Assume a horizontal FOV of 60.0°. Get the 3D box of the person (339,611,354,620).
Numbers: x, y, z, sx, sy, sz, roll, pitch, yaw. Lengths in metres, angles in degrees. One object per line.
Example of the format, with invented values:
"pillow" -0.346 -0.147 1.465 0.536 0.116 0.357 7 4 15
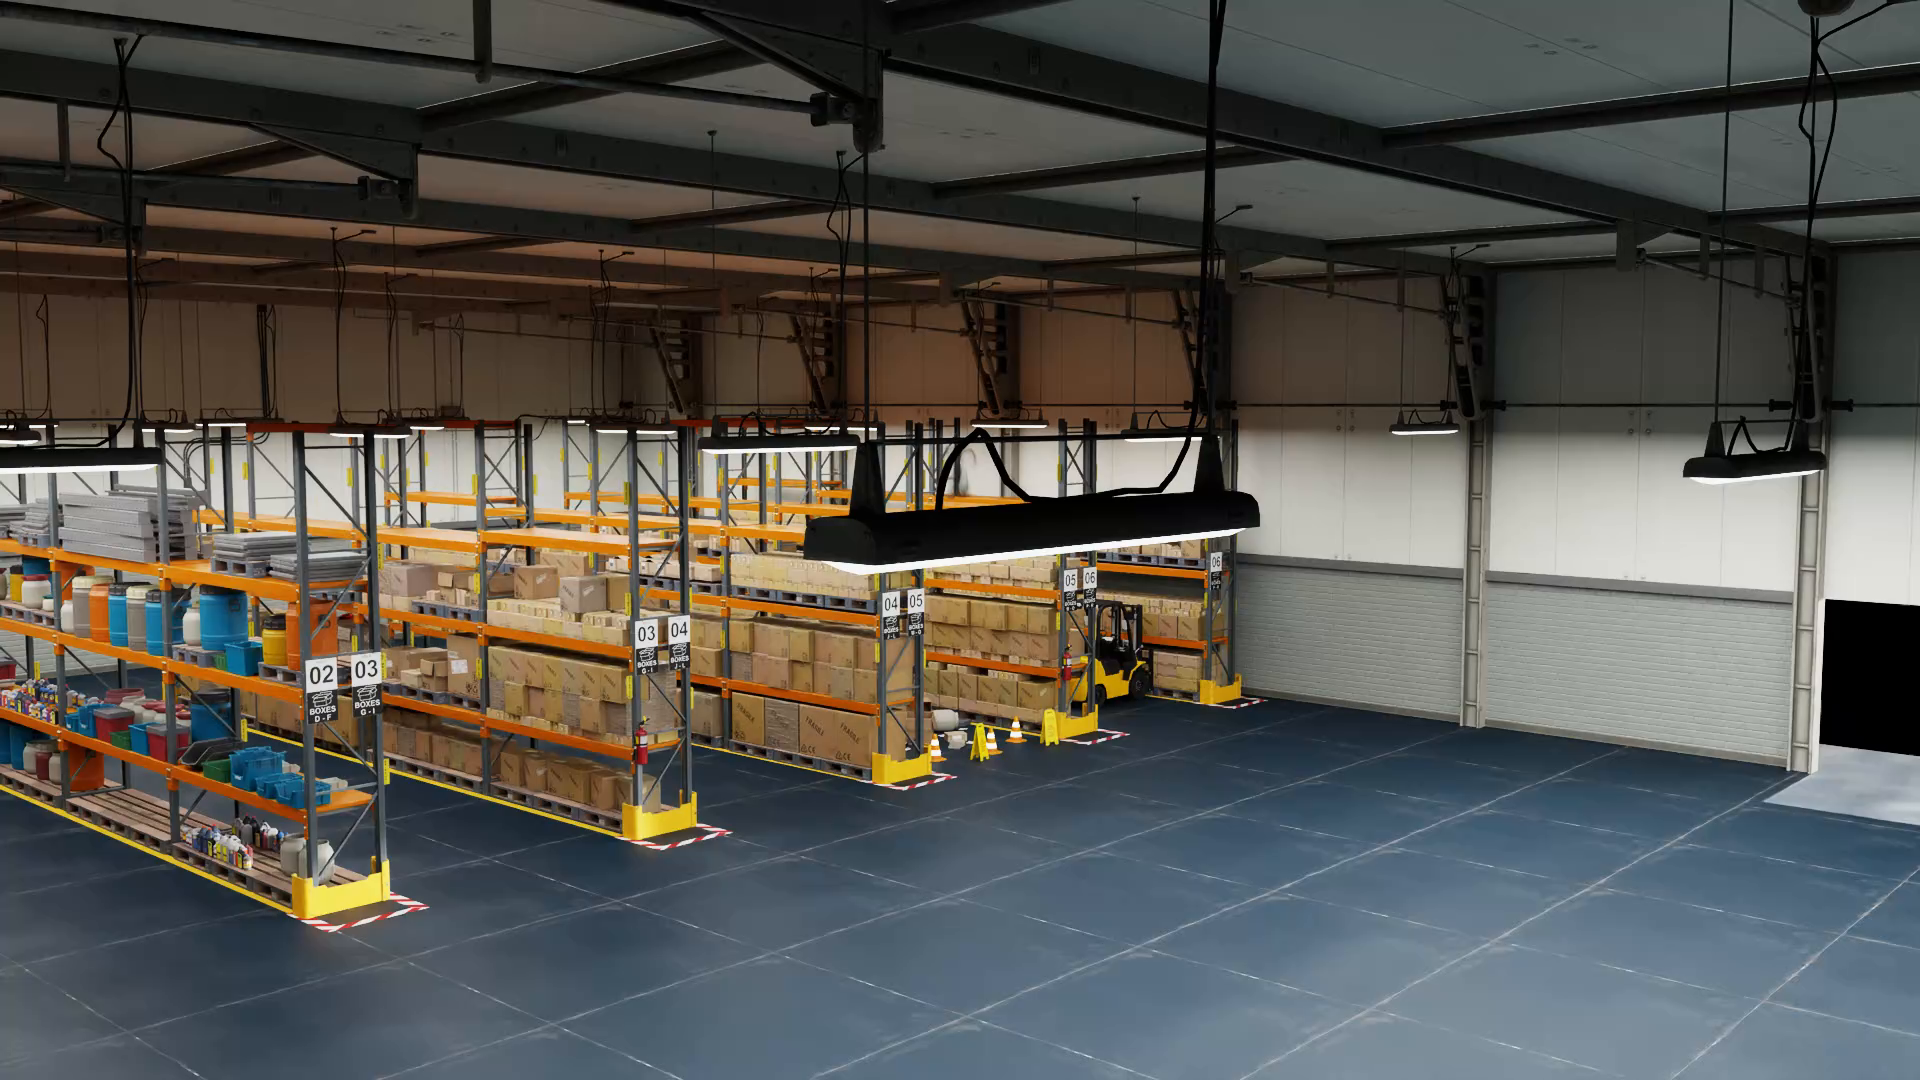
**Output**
"person" -14.116 2.371 38.340 0.728 1.779 0.637 0 5 4
